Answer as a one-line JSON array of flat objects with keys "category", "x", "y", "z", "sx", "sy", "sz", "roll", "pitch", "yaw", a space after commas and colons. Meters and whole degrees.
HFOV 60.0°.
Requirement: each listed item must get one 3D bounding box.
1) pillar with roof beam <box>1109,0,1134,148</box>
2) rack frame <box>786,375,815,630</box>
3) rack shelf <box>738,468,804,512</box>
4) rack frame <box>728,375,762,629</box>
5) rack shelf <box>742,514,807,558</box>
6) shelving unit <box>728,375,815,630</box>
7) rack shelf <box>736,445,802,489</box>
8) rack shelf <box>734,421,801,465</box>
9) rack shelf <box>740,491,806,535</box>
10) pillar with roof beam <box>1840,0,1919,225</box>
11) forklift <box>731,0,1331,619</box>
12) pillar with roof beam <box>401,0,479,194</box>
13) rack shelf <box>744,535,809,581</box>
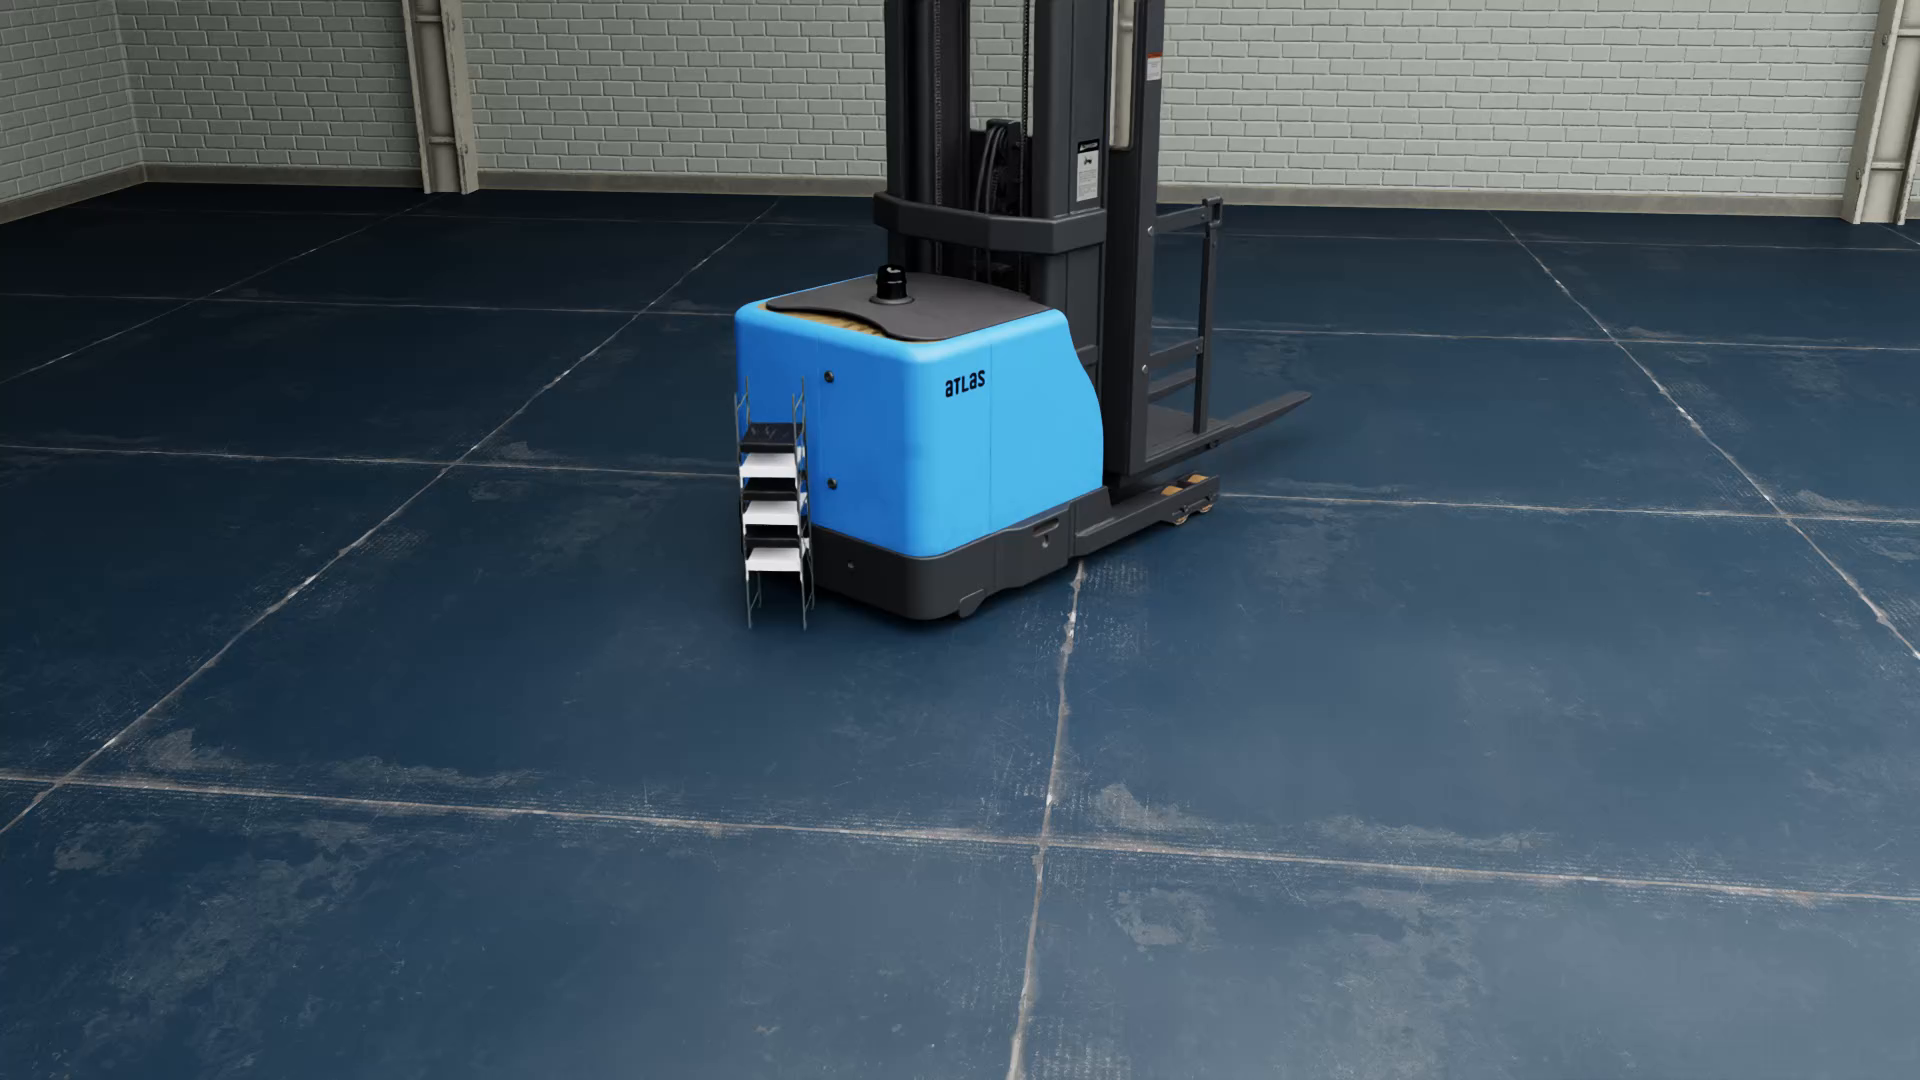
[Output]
[{"category": "pillar with roof beam", "x": 0.930, "y": -5.464, "z": 8.520, "sx": 0.400, "sy": 9.000, "sz": 9.100, "roll": 2, "pitch": 22, "yaw": 6}, {"category": "rack frame", "x": -0.575, "y": -0.132, "z": 6.021, "sx": 0.006, "sy": 0.900, "sz": 0.240, "roll": 0, "pitch": 24, "yaw": 4}, {"category": "rack shelf", "x": -0.678, "y": -0.184, "z": 6.005, "sx": 0.200, "sy": 0.077, "sz": 0.258, "roll": 0, "pitch": 24, "yaw": 4}, {"category": "rack frame", "x": -0.778, "y": -0.132, "z": 6.035, "sx": 0.006, "sy": 0.900, "sz": 0.240, "roll": 0, "pitch": 24, "yaw": 4}, {"category": "rack shelf", "x": -0.673, "y": -0.019, "z": 6.078, "sx": 0.200, "sy": 0.077, "sz": 0.258, "roll": 0, "pitch": 24, "yaw": 4}, {"category": "shelving unit", "x": -0.676, "y": -0.132, "z": 6.028, "sx": 0.210, "sy": 0.900, "sz": 0.258, "roll": 0, "pitch": 24, "yaw": 4}, {"category": "rack shelf", "x": -0.680, "y": -0.266, "z": 5.969, "sx": 0.200, "sy": 0.077, "sz": 0.258, "roll": 0, "pitch": 24, "yaw": 4}, {"category": "rack shelf", "x": -0.683, "y": -0.348, "z": 5.933, "sx": 0.200, "sy": 0.077, "sz": 0.258, "roll": 0, "pitch": 24, "yaw": 4}, {"category": "rack shelf", "x": -0.675, "y": -0.101, "z": 6.042, "sx": 0.200, "sy": 0.077, "sz": 0.258, "roll": 0, "pitch": 24, "yaw": 4}, {"category": "pillar with roof beam", "x": 6.888, "y": -5.204, "z": 7.864, "sx": 0.400, "sy": 9.000, "sz": 9.100, "roll": 2, "pitch": 22, "yaw": 6}, {"category": "forklift", "x": 0.506, "y": -1.528, "z": 6.817, "sx": 1.130, "sy": 2.935, "sz": 3.031, "roll": 20, "pitch": 29, "yaw": 40}, {"category": "pillar with roof beam", "x": -5.028, "y": -5.723, "z": 9.177, "sx": 0.400, "sy": 9.000, "sz": 9.100, "roll": 2, "pitch": 22, "yaw": 6}, {"category": "rack shelf", "x": -0.670, "y": 0.063, "z": 6.114, "sx": 0.200, "sy": 0.077, "sz": 0.258, "roll": 0, "pitch": 24, "yaw": 4}]
